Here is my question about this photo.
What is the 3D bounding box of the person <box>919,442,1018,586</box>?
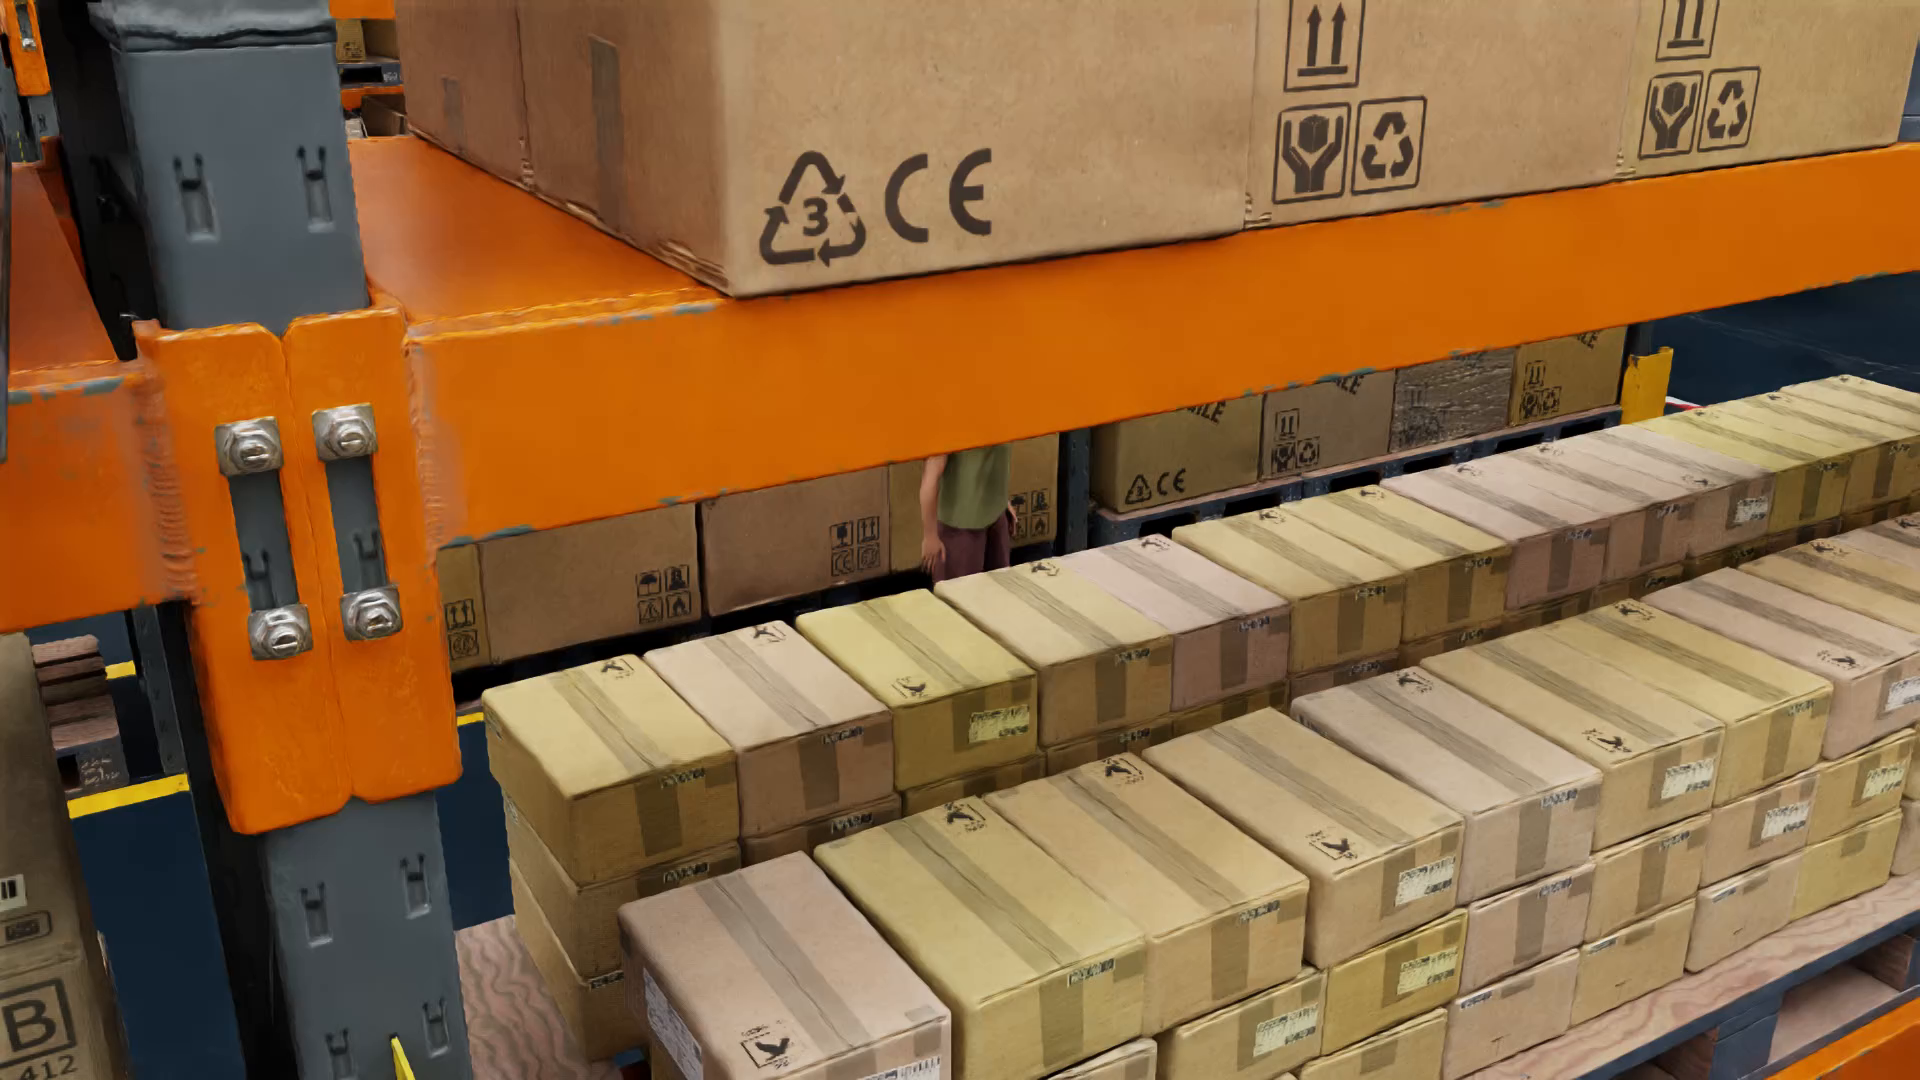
[{"bbox_3d":[0.077,-0.056,6.164,0.443,1.682,0.497,10,24,24],"label":"person"}]
